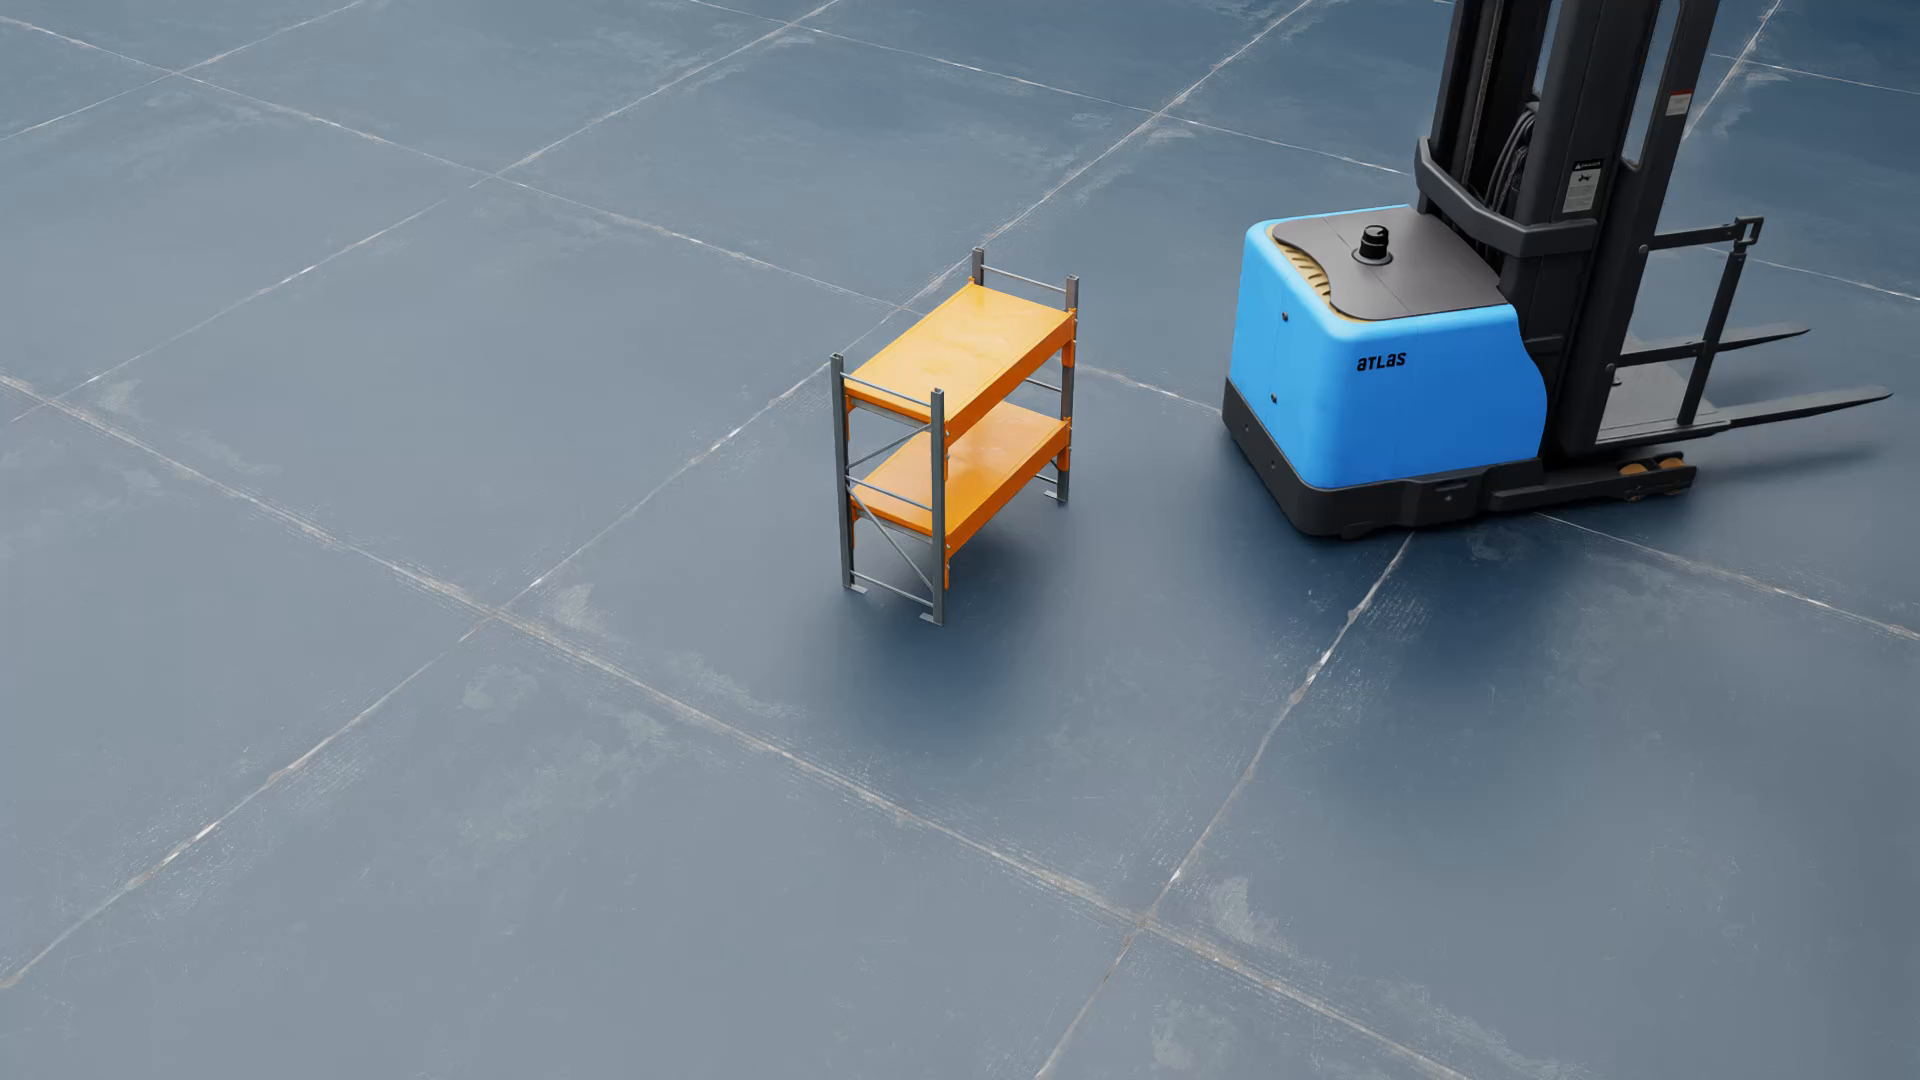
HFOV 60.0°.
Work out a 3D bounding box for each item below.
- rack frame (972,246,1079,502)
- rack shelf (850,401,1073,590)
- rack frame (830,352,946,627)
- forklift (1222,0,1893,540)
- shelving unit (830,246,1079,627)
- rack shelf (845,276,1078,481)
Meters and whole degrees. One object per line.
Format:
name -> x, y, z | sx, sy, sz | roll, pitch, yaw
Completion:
rack frame -> 0.269, -0.704, 7.242 | 0.500, 1.125, 0.032 | 21, 42, 25
rack shelf -> -0.004, -0.248, 7.051 | 0.538, 0.278, 1.000 | 21, 42, 25
rack frame -> -0.276, -0.180, 6.562 | 0.500, 1.125, 0.032 | 21, 42, 25
forklift -> 2.814, -1.641, 6.978 | 3.031, 2.935, 1.130 | -9, 38, -11
shelving unit -> -0.004, -0.442, 6.902 | 0.538, 1.125, 1.048 | 21, 42, 25
rack shelf -> -0.004, -0.674, 6.723 | 0.538, 0.278, 1.000 | 21, 42, 25
